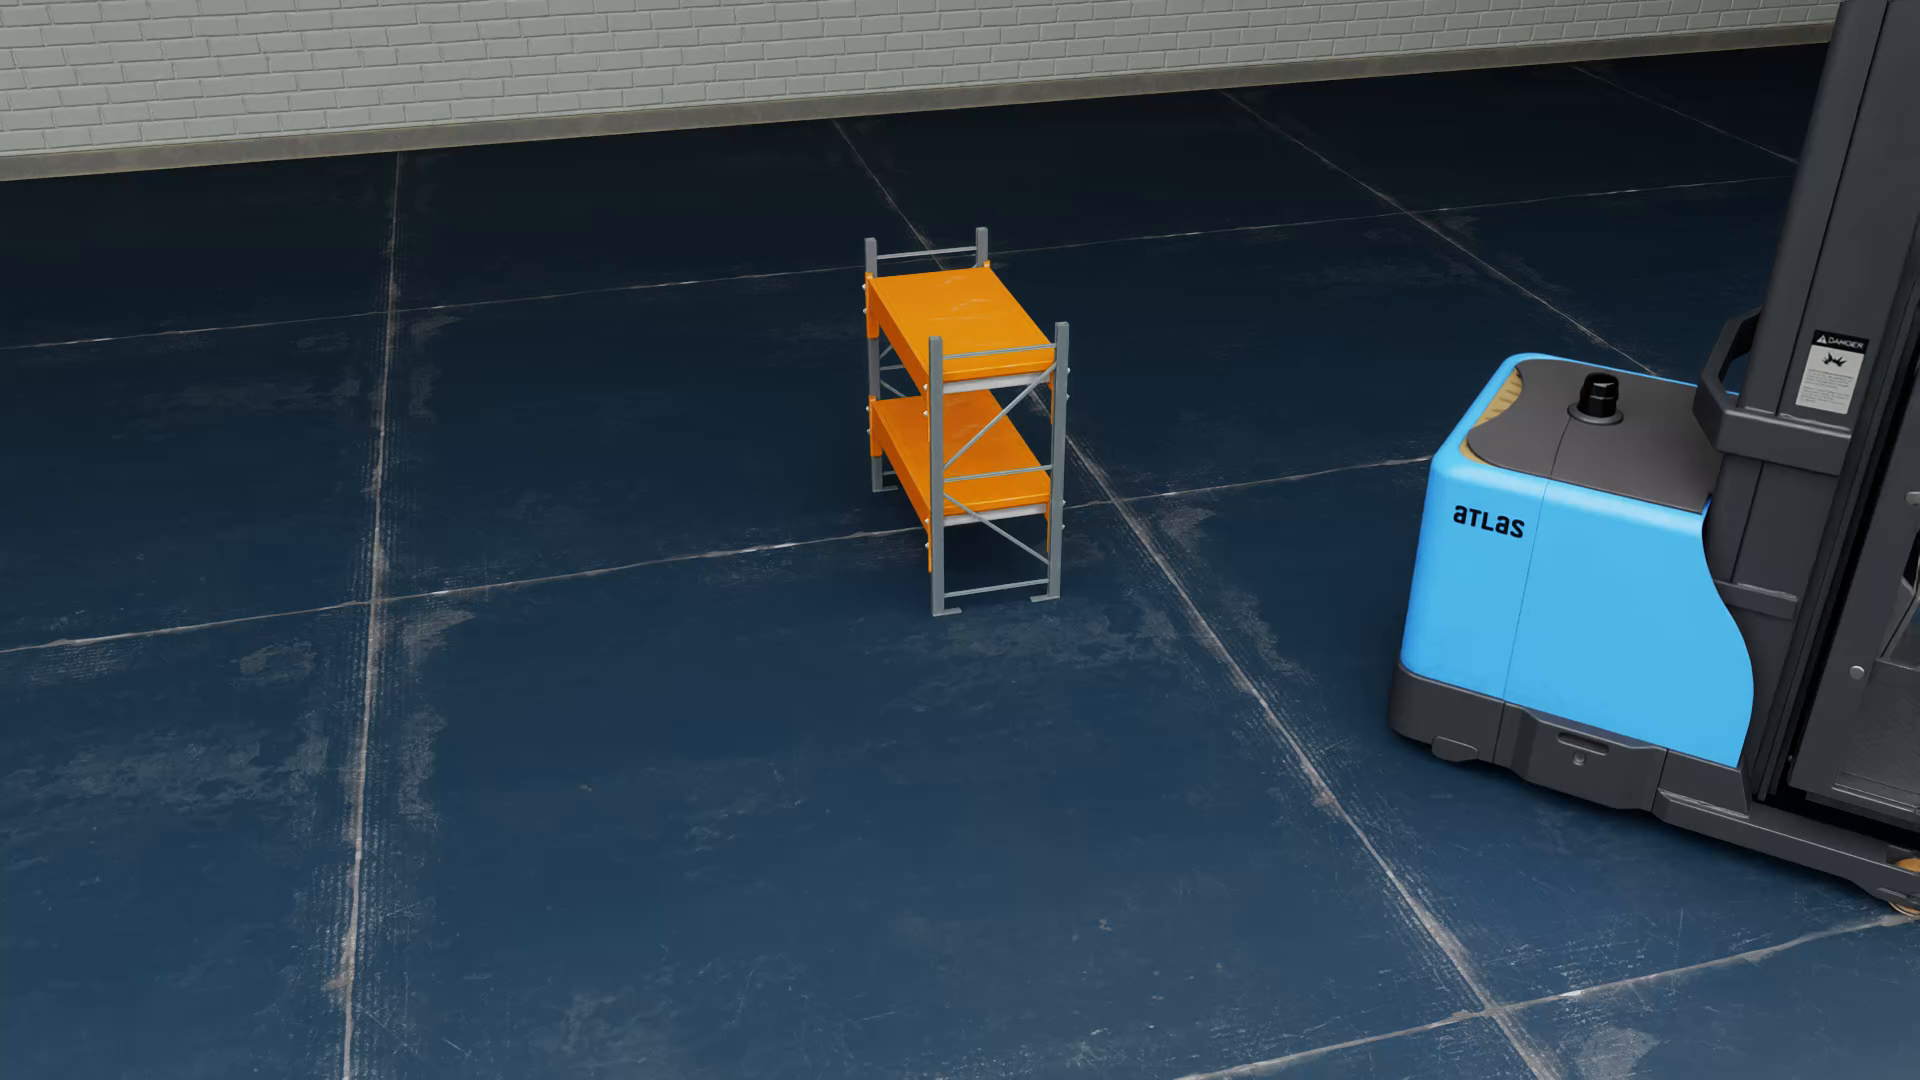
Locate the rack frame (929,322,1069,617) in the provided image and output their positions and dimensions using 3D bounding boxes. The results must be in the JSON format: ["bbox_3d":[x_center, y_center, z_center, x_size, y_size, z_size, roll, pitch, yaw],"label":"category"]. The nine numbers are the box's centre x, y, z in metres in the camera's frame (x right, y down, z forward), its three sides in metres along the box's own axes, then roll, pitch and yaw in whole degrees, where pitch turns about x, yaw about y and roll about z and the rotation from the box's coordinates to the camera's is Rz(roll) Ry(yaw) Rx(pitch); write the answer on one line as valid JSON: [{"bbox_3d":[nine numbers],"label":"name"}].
[{"bbox_3d":[0.137,-0.238,6.038,0.500,1.125,0.032,-8,31,-13],"label":"rack frame"}]

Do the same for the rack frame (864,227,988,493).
[{"bbox_3d":[-0.133,-0.729,6.887,0.500,1.125,0.032,-8,31,-13],"label":"rack frame"}]

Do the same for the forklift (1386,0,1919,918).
[{"bbox_3d":[2.961,-0.426,4.560,3.031,2.935,1.130,16,34,26],"label":"forklift"}]

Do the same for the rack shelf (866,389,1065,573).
[{"bbox_3d":[0.002,-0.272,6.585,0.538,0.278,1.000,-8,31,-13],"label":"rack shelf"}]

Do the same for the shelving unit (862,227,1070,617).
[{"bbox_3d":[0.002,-0.484,6.463,0.538,1.125,1.048,-8,31,-13],"label":"shelving unit"}]

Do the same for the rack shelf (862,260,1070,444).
[{"bbox_3d":[0.002,-0.737,6.316,0.538,0.278,1.000,-8,31,-13],"label":"rack shelf"}]
